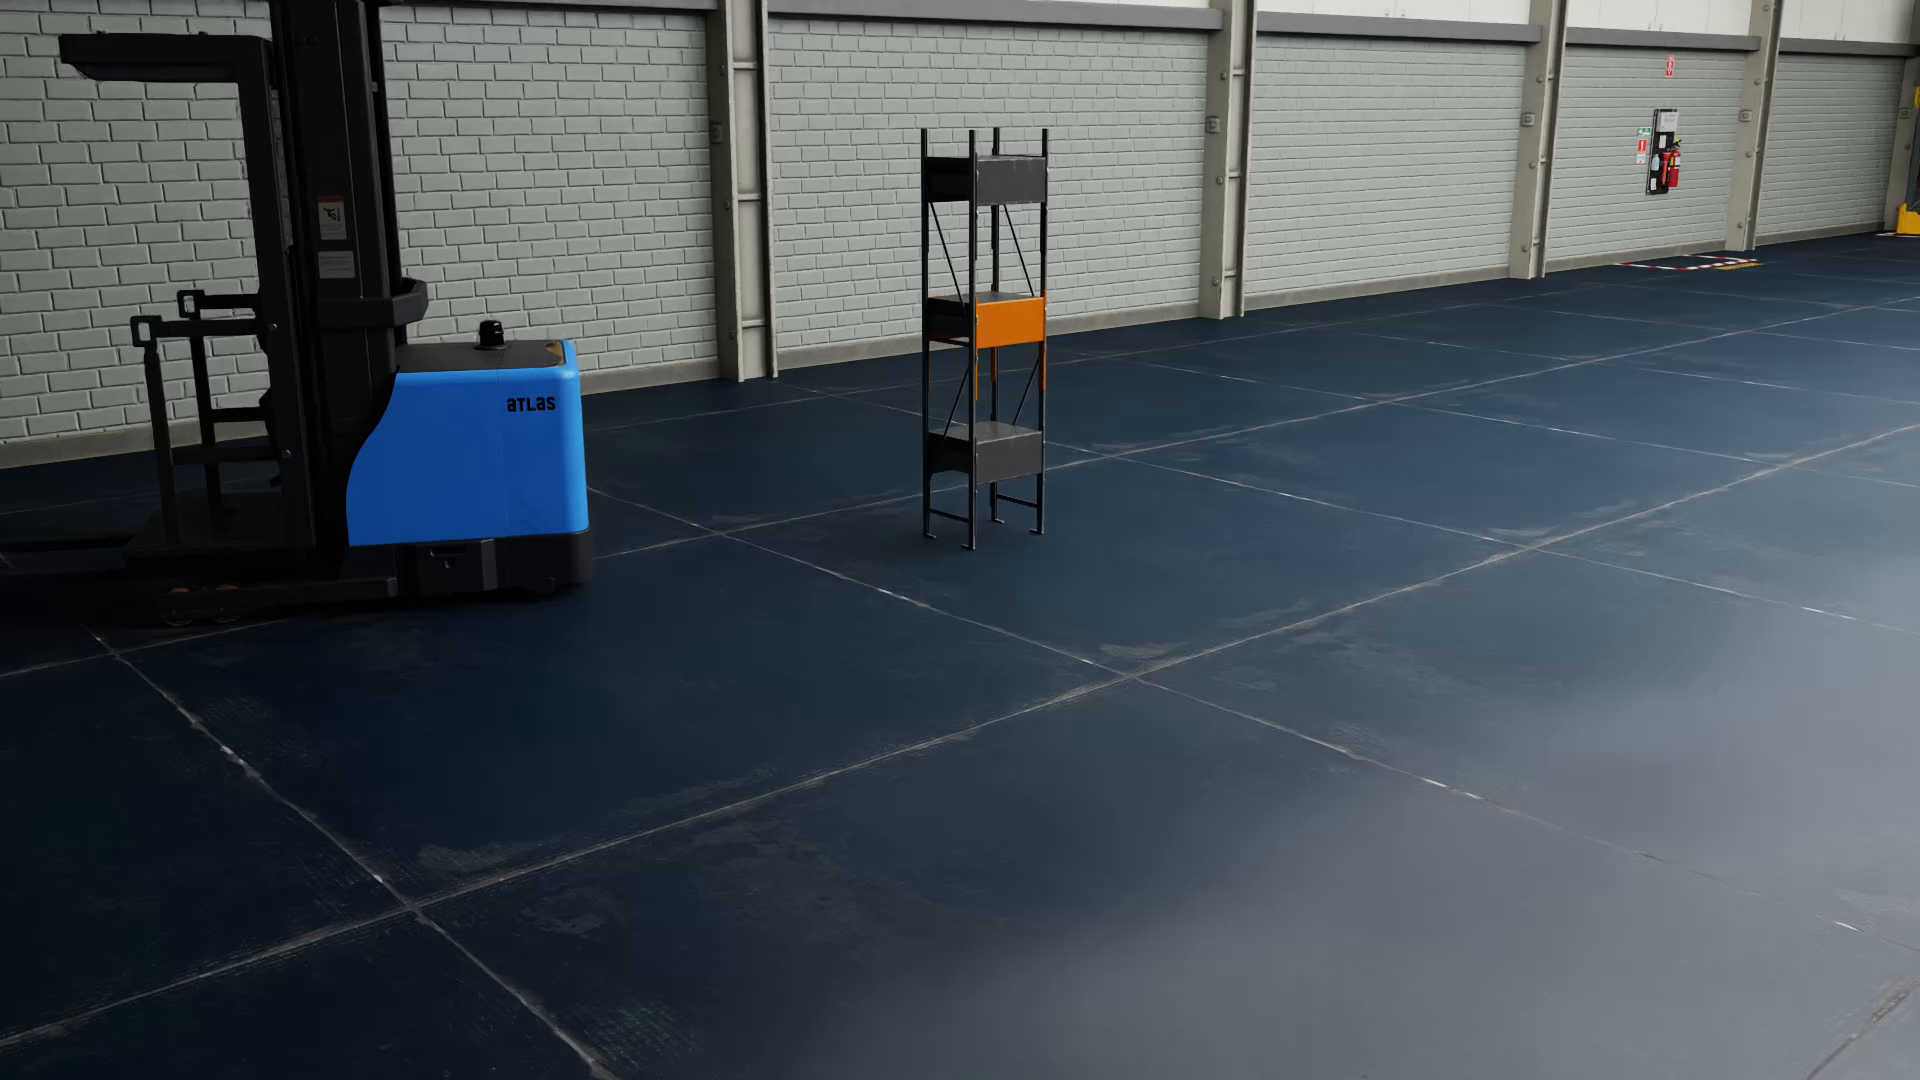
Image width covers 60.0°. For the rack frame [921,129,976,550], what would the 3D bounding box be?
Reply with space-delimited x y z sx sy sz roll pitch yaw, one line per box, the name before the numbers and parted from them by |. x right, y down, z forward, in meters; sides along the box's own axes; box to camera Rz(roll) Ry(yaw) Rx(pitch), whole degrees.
rack frame | -0.059 -1.001 8.429 0.015 2.100 0.400 -13 19 -39

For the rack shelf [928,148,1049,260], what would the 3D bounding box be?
rack shelf | 0.125 -1.706 8.407 0.480 0.518 0.431 -13 19 -39

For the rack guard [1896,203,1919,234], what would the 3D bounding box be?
rack guard | 16.441 -5.389 27.956 0.348 0.500 1.175 -13 19 -39

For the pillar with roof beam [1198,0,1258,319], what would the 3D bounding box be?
pillar with roof beam | 5.591 -5.882 13.333 0.400 9.000 9.100 -13 19 -39

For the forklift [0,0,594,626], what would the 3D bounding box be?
forklift | -3.296 -1.187 7.513 3.031 2.935 1.130 -4 15 -14

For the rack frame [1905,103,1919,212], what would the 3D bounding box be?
rack frame | 16.384 -6.584 27.586 0.127 3.000 1.000 -13 19 -39

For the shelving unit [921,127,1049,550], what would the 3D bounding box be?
shelving unit | 0.125 -1.042 8.584 0.503 2.100 0.431 -13 19 -39

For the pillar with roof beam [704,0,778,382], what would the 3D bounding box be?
pillar with roof beam | 1.065 -4.865 9.527 0.400 9.000 9.100 -13 19 -39

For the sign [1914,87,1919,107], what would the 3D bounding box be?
sign | 16.034 -7.407 27.813 0.005 0.325 0.100 -13 19 -39

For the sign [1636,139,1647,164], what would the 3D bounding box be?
sign | 9.443 -5.387 23.035 0.234 0.329 0.001 -13 19 -39

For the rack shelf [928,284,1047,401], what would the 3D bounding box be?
rack shelf | 0.125 -1.029 8.587 0.480 0.518 0.431 -13 19 -39

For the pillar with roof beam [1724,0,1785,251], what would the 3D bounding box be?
pillar with roof beam | 14.643 -7.915 20.943 0.400 9.000 9.100 -13 19 -39

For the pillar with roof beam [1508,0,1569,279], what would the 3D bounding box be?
pillar with roof beam | 10.117 -6.898 17.138 0.400 9.000 9.100 -13 19 -39

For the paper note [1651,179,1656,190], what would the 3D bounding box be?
paper note | 9.749 -5.001 23.367 0.142 0.148 0.016 -13 19 -39

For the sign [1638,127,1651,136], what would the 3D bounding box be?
sign | 9.453 -5.642 22.963 0.331 0.109 0.001 -13 19 -39

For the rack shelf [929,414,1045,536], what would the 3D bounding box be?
rack shelf | 0.125 -0.353 8.768 0.480 0.518 0.431 -13 19 -39

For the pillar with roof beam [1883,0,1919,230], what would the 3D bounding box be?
pillar with roof beam | 19.170 -8.931 24.748 0.400 9.000 9.100 -13 19 -39

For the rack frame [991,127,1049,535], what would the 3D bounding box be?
rack frame | 0.309 -1.084 8.739 0.015 2.100 0.400 -13 19 -39

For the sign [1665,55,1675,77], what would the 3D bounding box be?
sign | 9.857 -6.581 23.084 0.199 0.298 0.001 -13 19 -39

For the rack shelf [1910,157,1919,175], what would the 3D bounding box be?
rack shelf | 17.892 -6.575 28.947 4.000 0.370 1.077 -13 19 -39

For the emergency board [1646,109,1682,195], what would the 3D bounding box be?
emergency board | 9.928 -5.443 23.315 0.643 1.169 0.194 -13 19 -39
